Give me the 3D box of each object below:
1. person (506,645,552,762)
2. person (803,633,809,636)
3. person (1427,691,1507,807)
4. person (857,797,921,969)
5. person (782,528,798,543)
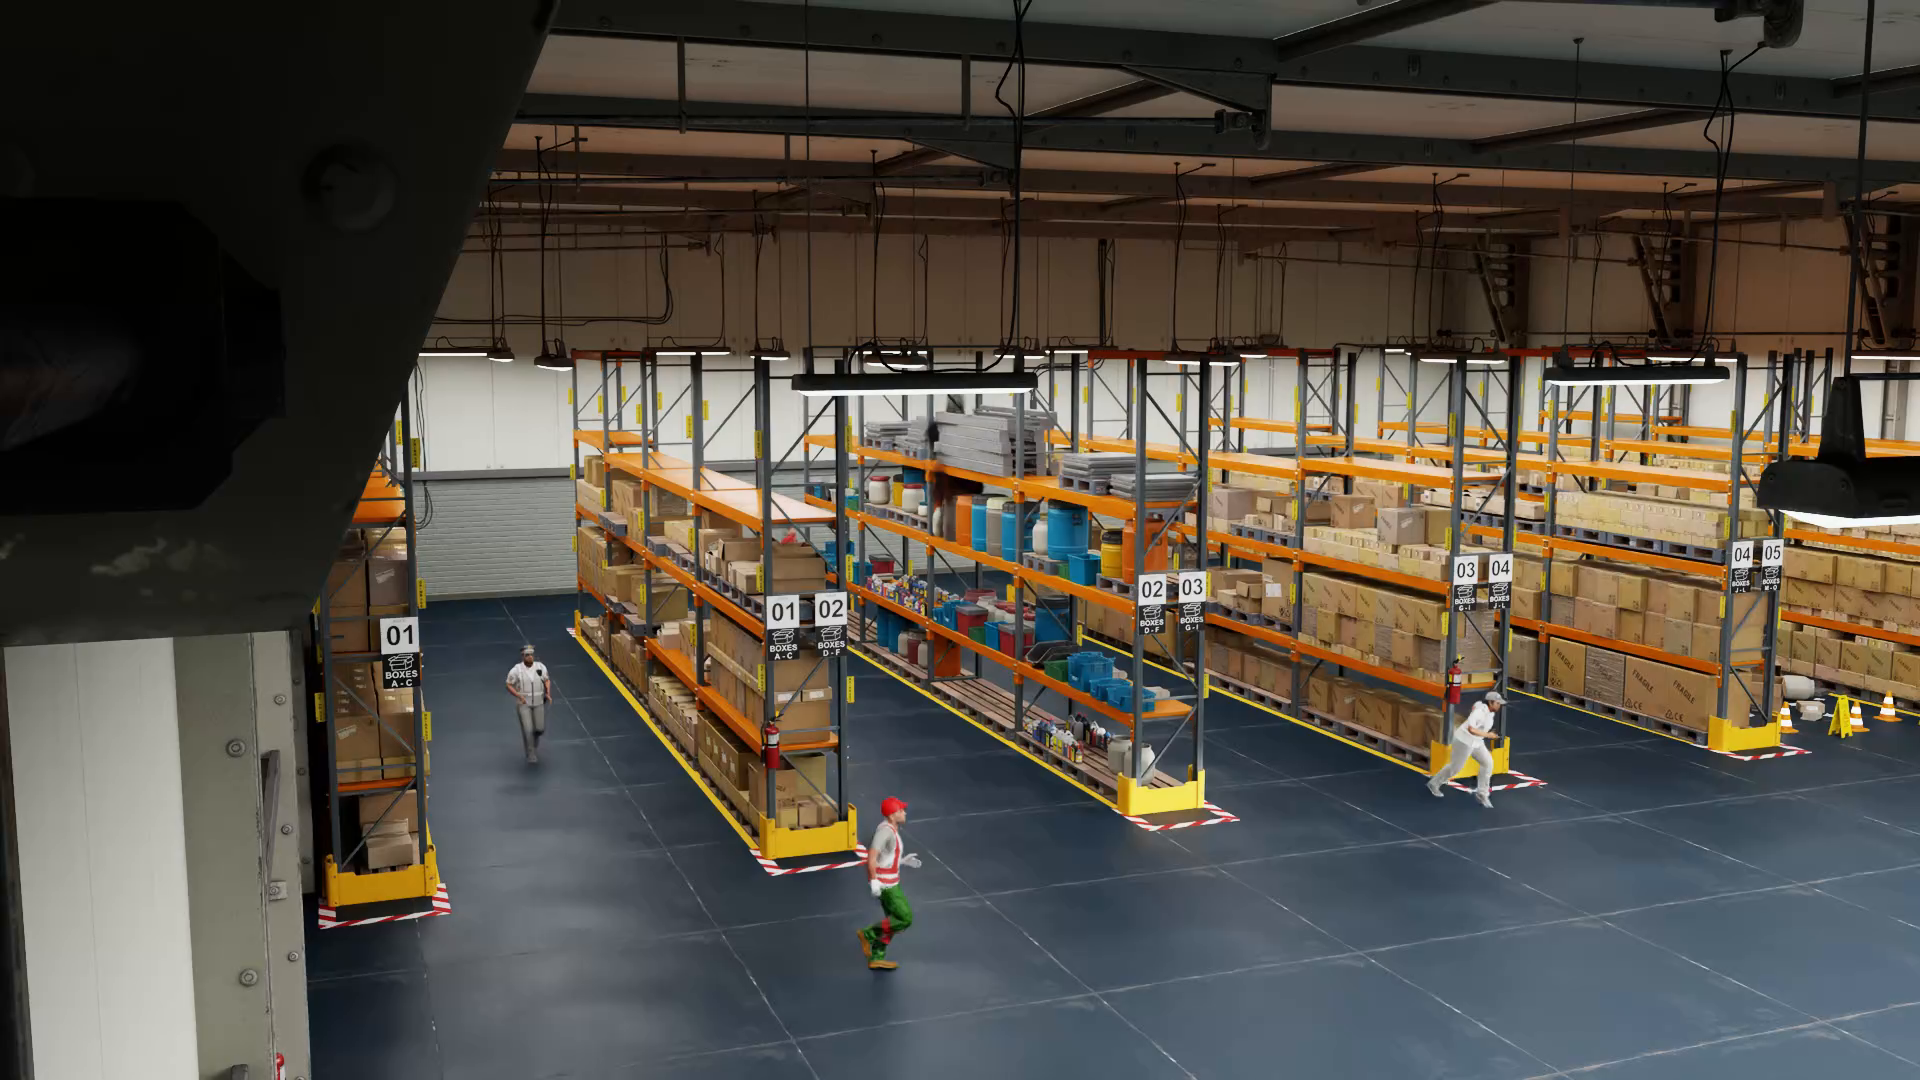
[{"bbox_3d":[-6.406,2.408,24.756,0.665,1.746,0.603,-4,8,-27],"label":"person"},{"bbox_3d":[-2.860,1.600,29.988,0.575,1.701,0.909,-3,8,-25],"label":"person"},{"bbox_3d":[6.844,2.799,22.458,1.024,1.621,0.649,5,9,33],"label":"person"},{"bbox_3d":[-0.705,3.422,16.584,0.637,1.732,0.660,0,7,0],"label":"person"},{"bbox_3d":[-4.026,0.528,39.999,0.764,1.784,0.634,-1,7,-9],"label":"person"}]
